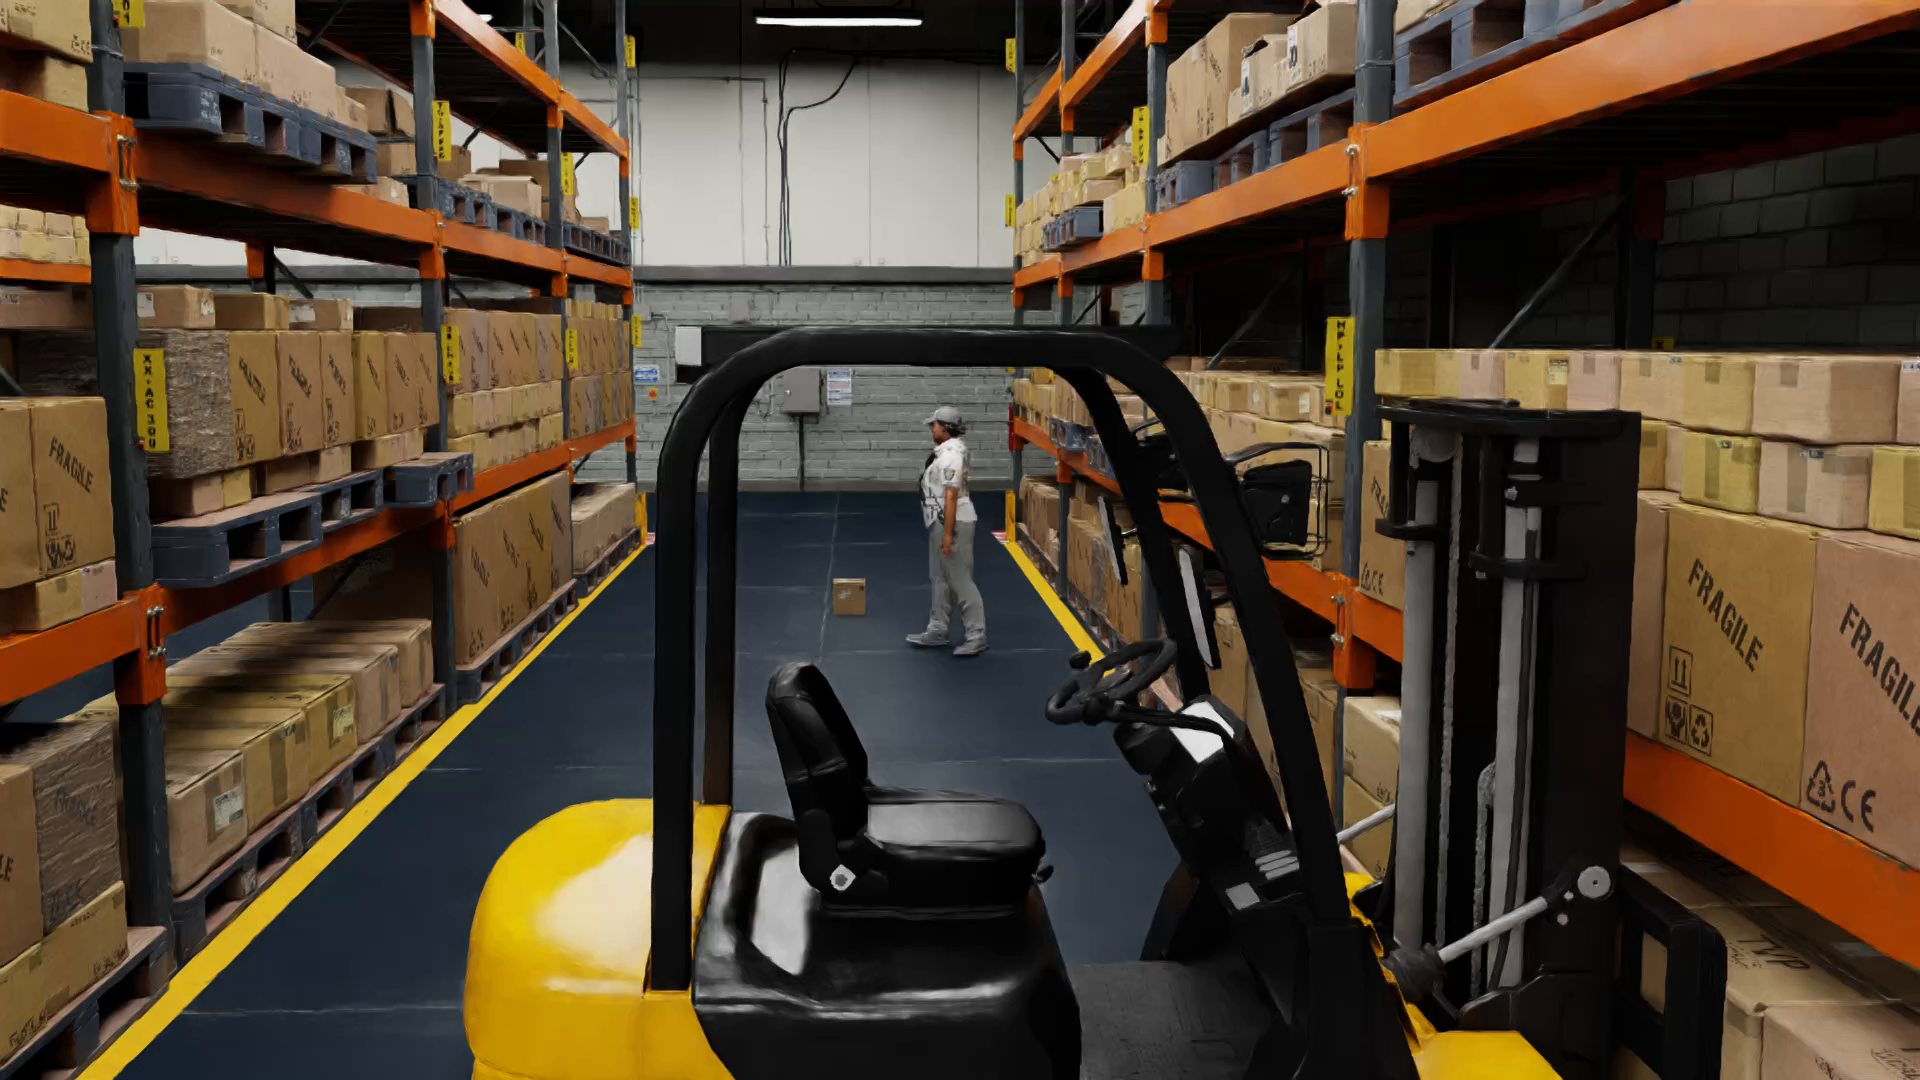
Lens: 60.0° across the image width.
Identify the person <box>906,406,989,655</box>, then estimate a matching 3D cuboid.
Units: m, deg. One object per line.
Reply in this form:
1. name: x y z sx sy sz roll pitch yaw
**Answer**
1. person: -0.093 -0.085 11.327 0.569 1.652 0.671 0 7 0
